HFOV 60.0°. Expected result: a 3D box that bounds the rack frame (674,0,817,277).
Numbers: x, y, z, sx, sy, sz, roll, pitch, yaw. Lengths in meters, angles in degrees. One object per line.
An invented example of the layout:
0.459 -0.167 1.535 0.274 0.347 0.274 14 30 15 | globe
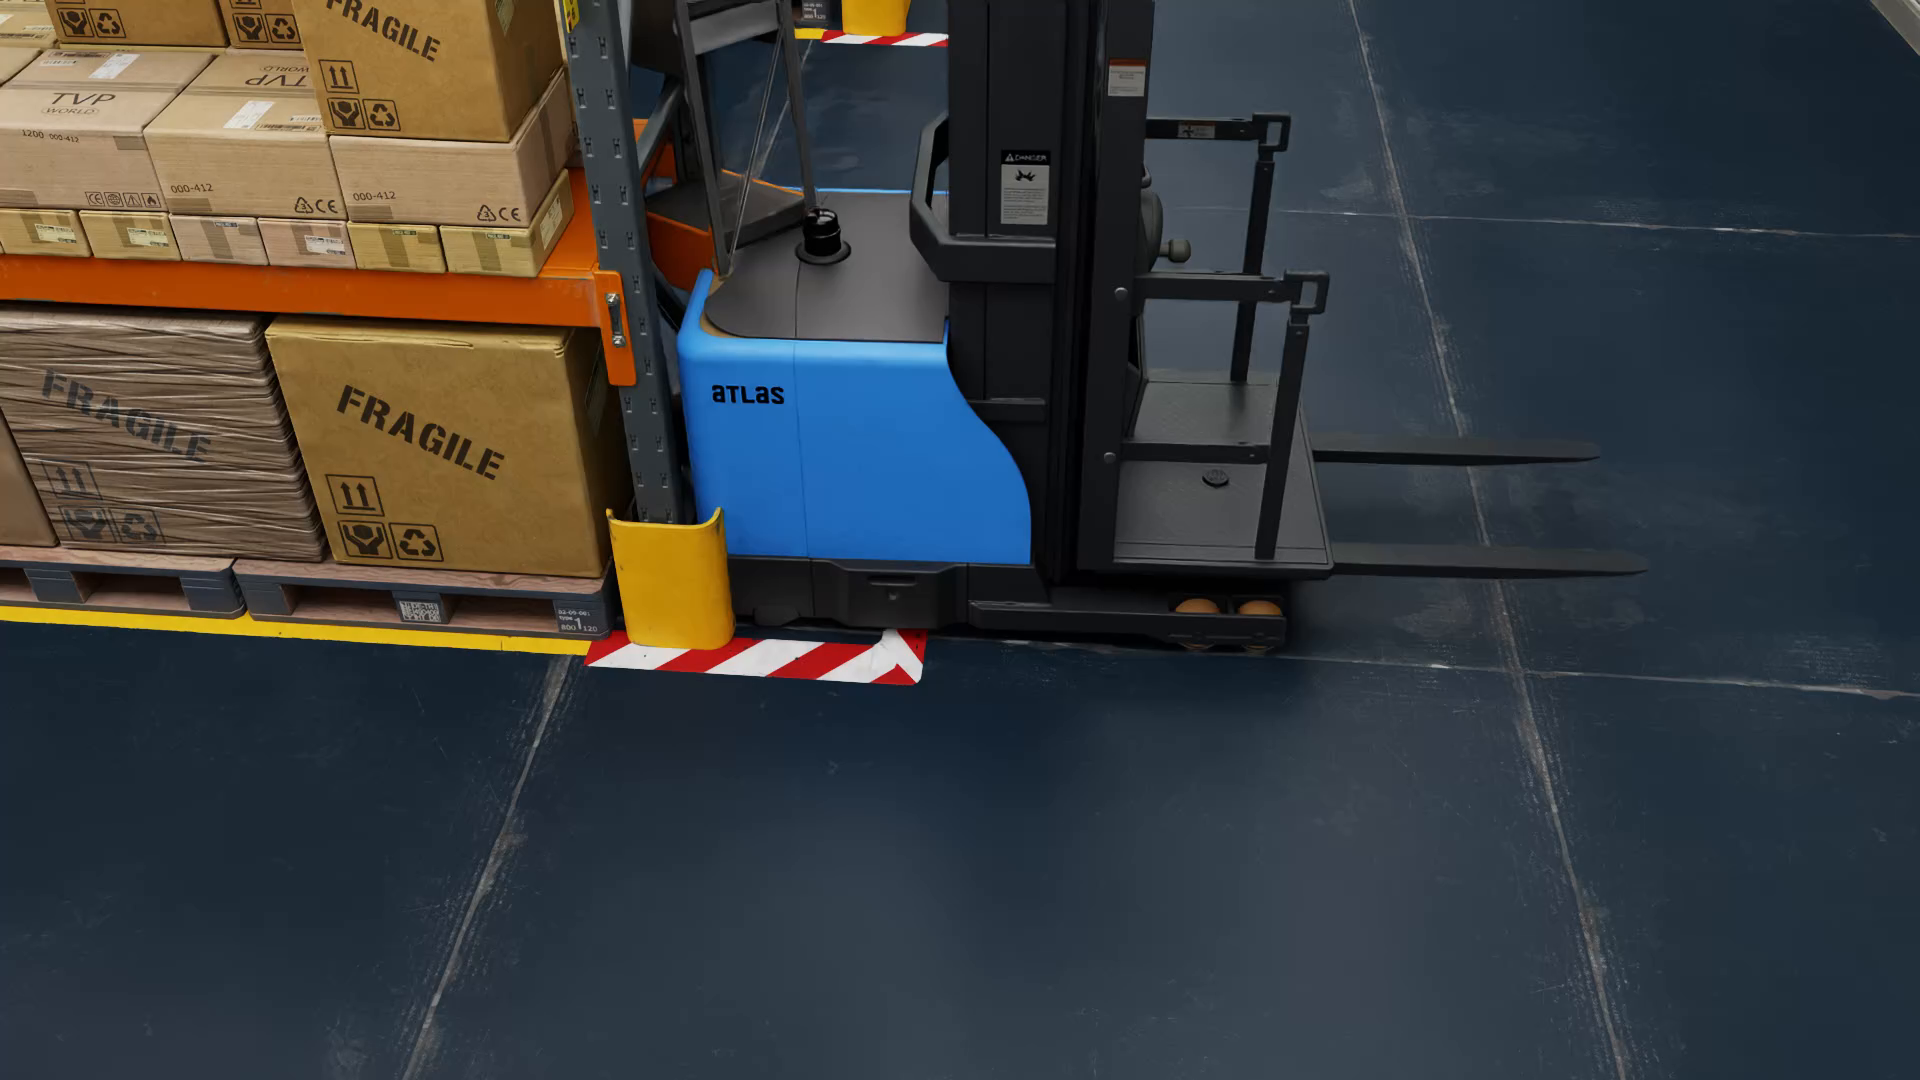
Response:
-0.581 -0.811 5.198 0.015 2.100 0.400 25 43 39 | rack frame

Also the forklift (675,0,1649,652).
0.695 -1.127 4.813 3.031 2.935 1.130 2 39 2 | forklift

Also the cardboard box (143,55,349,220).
-1.896 -1.131 4.647 0.500 0.250 0.500 2 39 3 | cardboard box

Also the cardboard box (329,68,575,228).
-1.390 -1.103 4.612 0.500 0.250 0.500 3 39 3 | cardboard box

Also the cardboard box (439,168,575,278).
-1.268 -0.901 4.680 0.250 0.149 0.380 4 39 5 | cardboard box

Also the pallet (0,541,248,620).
-2.900 -0.167 5.788 1.213 0.211 1.003 3 39 4 | pallet

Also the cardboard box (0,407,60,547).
-3.323 -0.608 5.471 0.875 0.875 0.875 3 39 4 | cardboard box

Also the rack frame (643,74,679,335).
-0.926 -0.971 5.503 0.015 2.100 0.400 25 43 39 | rack frame

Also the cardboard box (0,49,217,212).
-2.403 -1.159 4.680 0.500 0.250 0.500 2 39 2 | cardboard box

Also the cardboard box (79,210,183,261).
-2.286 -0.956 4.747 0.250 0.149 0.380 2 39 3 | cardboard box

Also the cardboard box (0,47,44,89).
-2.922 -1.184 4.712 0.500 0.250 0.500 3 39 4 | cardboard box

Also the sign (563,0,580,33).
-0.945 -1.387 3.973 0.005 0.325 0.100 3 39 4 | sign

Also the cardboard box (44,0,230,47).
-2.354 -1.782 4.852 0.500 0.500 0.500 2 39 3 | cardboard box

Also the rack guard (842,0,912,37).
-0.432 -3.339 9.456 0.348 0.500 1.175 3 39 4 | rack guard

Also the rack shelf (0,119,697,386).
-2.877 -1.016 5.192 4.000 0.370 1.077 3 39 4 | rack shelf

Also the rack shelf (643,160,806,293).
-0.752 -0.880 5.358 0.480 0.518 0.431 25 43 39 | rack shelf

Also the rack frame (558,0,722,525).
-0.885 -1.186 4.831 0.127 3.000 1.000 3 39 4 | rack frame

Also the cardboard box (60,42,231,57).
-2.358 -1.493 5.092 0.500 0.250 0.500 2 39 2 | cardboard box

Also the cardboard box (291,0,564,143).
-1.393 -1.396 4.378 0.500 0.500 0.500 4 39 4 | cardboard box

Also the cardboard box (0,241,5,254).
-2.791 -0.985 4.783 0.250 0.149 0.380 4 39 5 | cardboard box

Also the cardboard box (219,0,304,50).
-1.838 -1.758 4.822 0.500 0.500 0.500 2 39 3 | cardboard box

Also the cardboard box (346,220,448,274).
-1.527 -0.914 4.696 0.250 0.149 0.380 4 39 4 | cardboard box

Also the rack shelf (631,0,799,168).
-0.805 -1.471 4.988 0.480 0.518 0.431 25 43 39 | rack shelf

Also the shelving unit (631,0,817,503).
-0.753 -0.891 5.351 0.503 2.100 0.431 25 43 39 | shelving unit

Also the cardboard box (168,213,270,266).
-2.027 -0.943 4.731 0.250 0.149 0.380 4 39 5 | cardboard box

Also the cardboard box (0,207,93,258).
-2.544 -0.970 4.764 0.250 0.149 0.380 3 39 4 | cardboard box

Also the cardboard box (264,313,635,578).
-1.529 -0.510 5.351 0.875 0.875 0.875 3 39 4 | cardboard box

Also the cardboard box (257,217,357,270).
-1.778 -0.929 4.714 0.250 0.149 0.380 3 39 4 | cardboard box

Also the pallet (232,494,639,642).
-1.688 -0.099 5.705 1.213 0.211 1.003 3 39 4 | pallet

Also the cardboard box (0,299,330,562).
-2.436 -0.559 5.411 0.875 0.875 0.875 3 39 4 | cardboard box

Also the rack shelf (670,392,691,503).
-0.700 -0.288 5.728 0.480 0.518 0.431 25 43 39 | rack shelf

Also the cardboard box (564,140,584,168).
-1.210 -1.316 5.189 0.250 0.149 0.380 4 39 4 | cardboard box

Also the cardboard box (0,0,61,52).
-2.879 -1.518 5.123 0.500 0.250 0.500 2 39 3 | cardboard box

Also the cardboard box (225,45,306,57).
-1.858 -1.464 5.055 0.500 0.250 0.500 3 39 3 | cardboard box

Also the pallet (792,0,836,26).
-1.276 -3.289 9.624 1.213 0.211 1.003 3 39 4 | pallet

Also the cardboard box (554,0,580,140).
-1.340 -1.440 5.026 0.500 0.250 0.500 2 39 3 | cardboard box

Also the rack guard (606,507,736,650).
-0.861 -0.216 5.619 0.348 0.500 1.175 3 39 4 | rack guard
